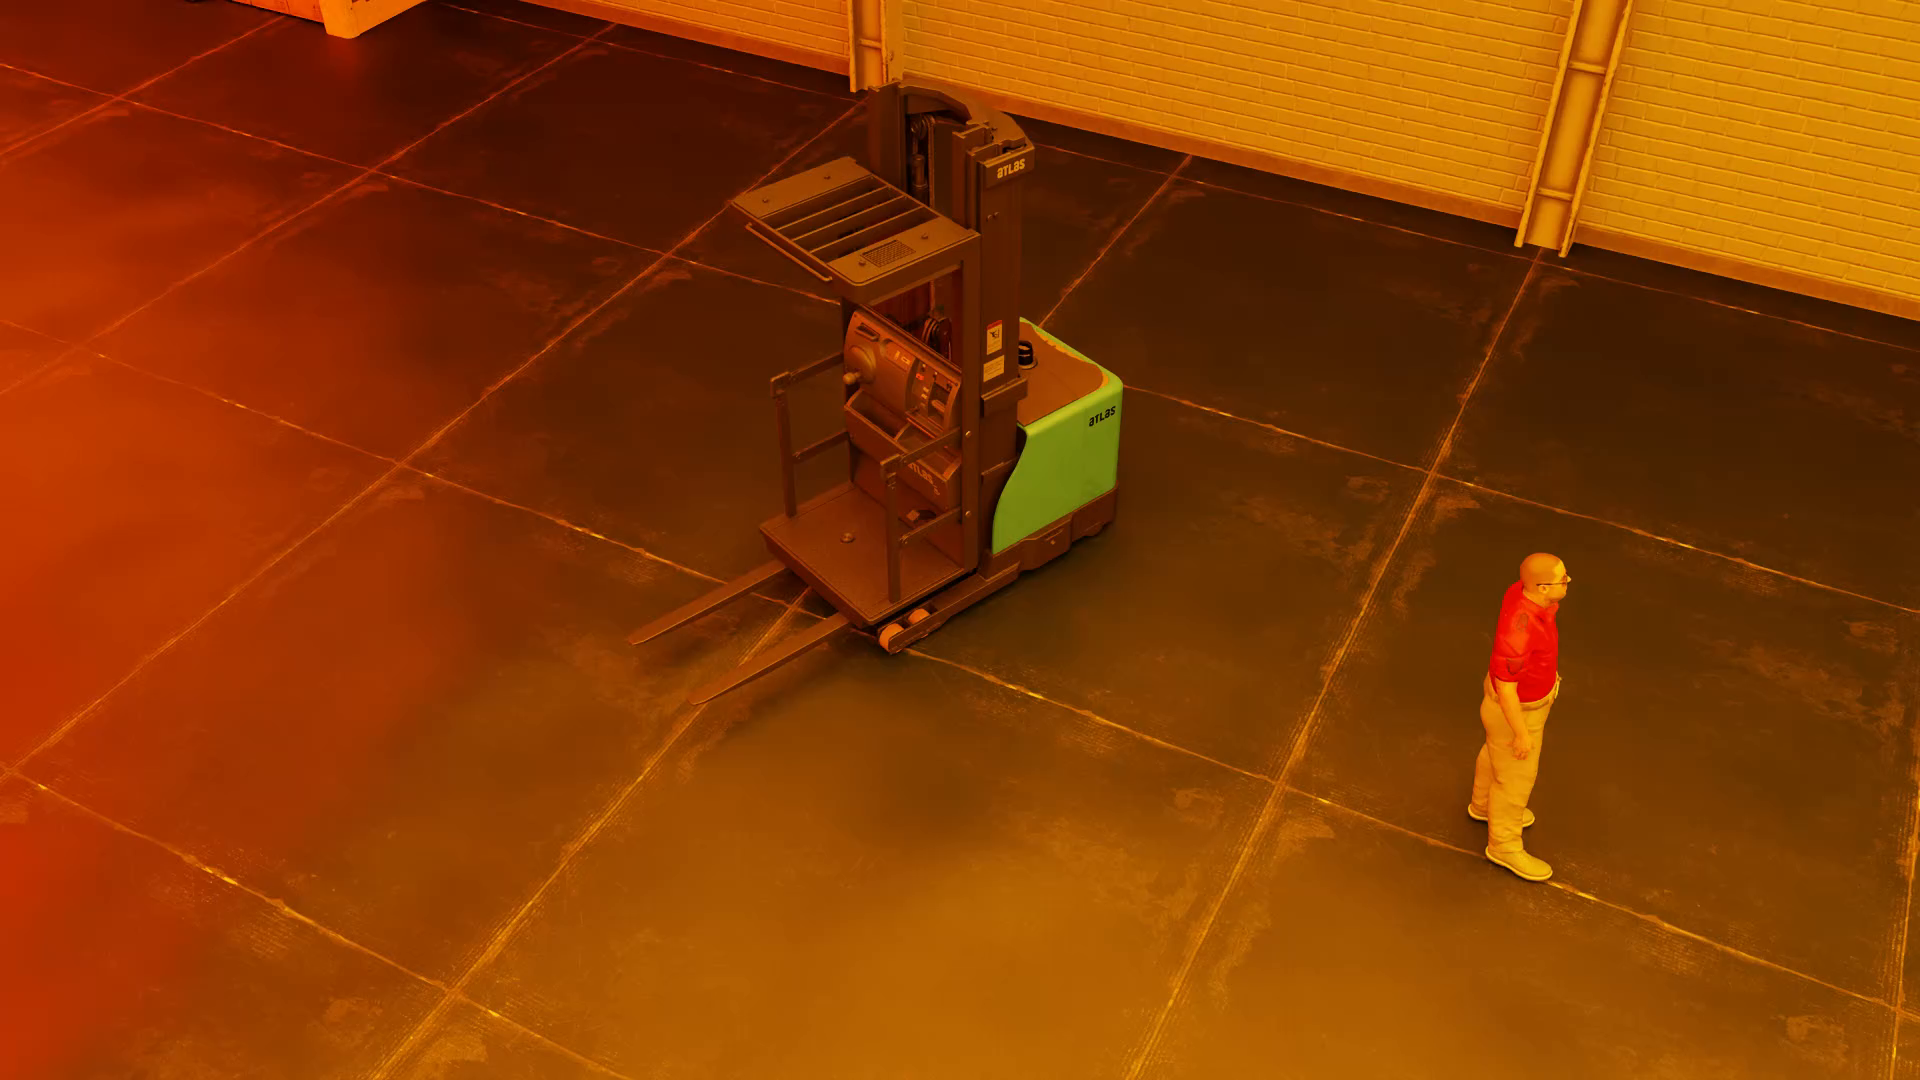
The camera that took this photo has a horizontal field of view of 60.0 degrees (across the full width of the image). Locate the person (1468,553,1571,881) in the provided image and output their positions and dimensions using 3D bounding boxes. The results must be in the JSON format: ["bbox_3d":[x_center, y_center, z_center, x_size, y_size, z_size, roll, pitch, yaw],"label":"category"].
[{"bbox_3d":[2.757,0.799,7.961,0.551,1.727,0.640,12,42,14],"label":"person"}]

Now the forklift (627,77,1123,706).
[{"bbox_3d":[-0.481,-0.860,9.008,3.031,2.935,1.130,-28,48,-29],"label":"forklift"}]
